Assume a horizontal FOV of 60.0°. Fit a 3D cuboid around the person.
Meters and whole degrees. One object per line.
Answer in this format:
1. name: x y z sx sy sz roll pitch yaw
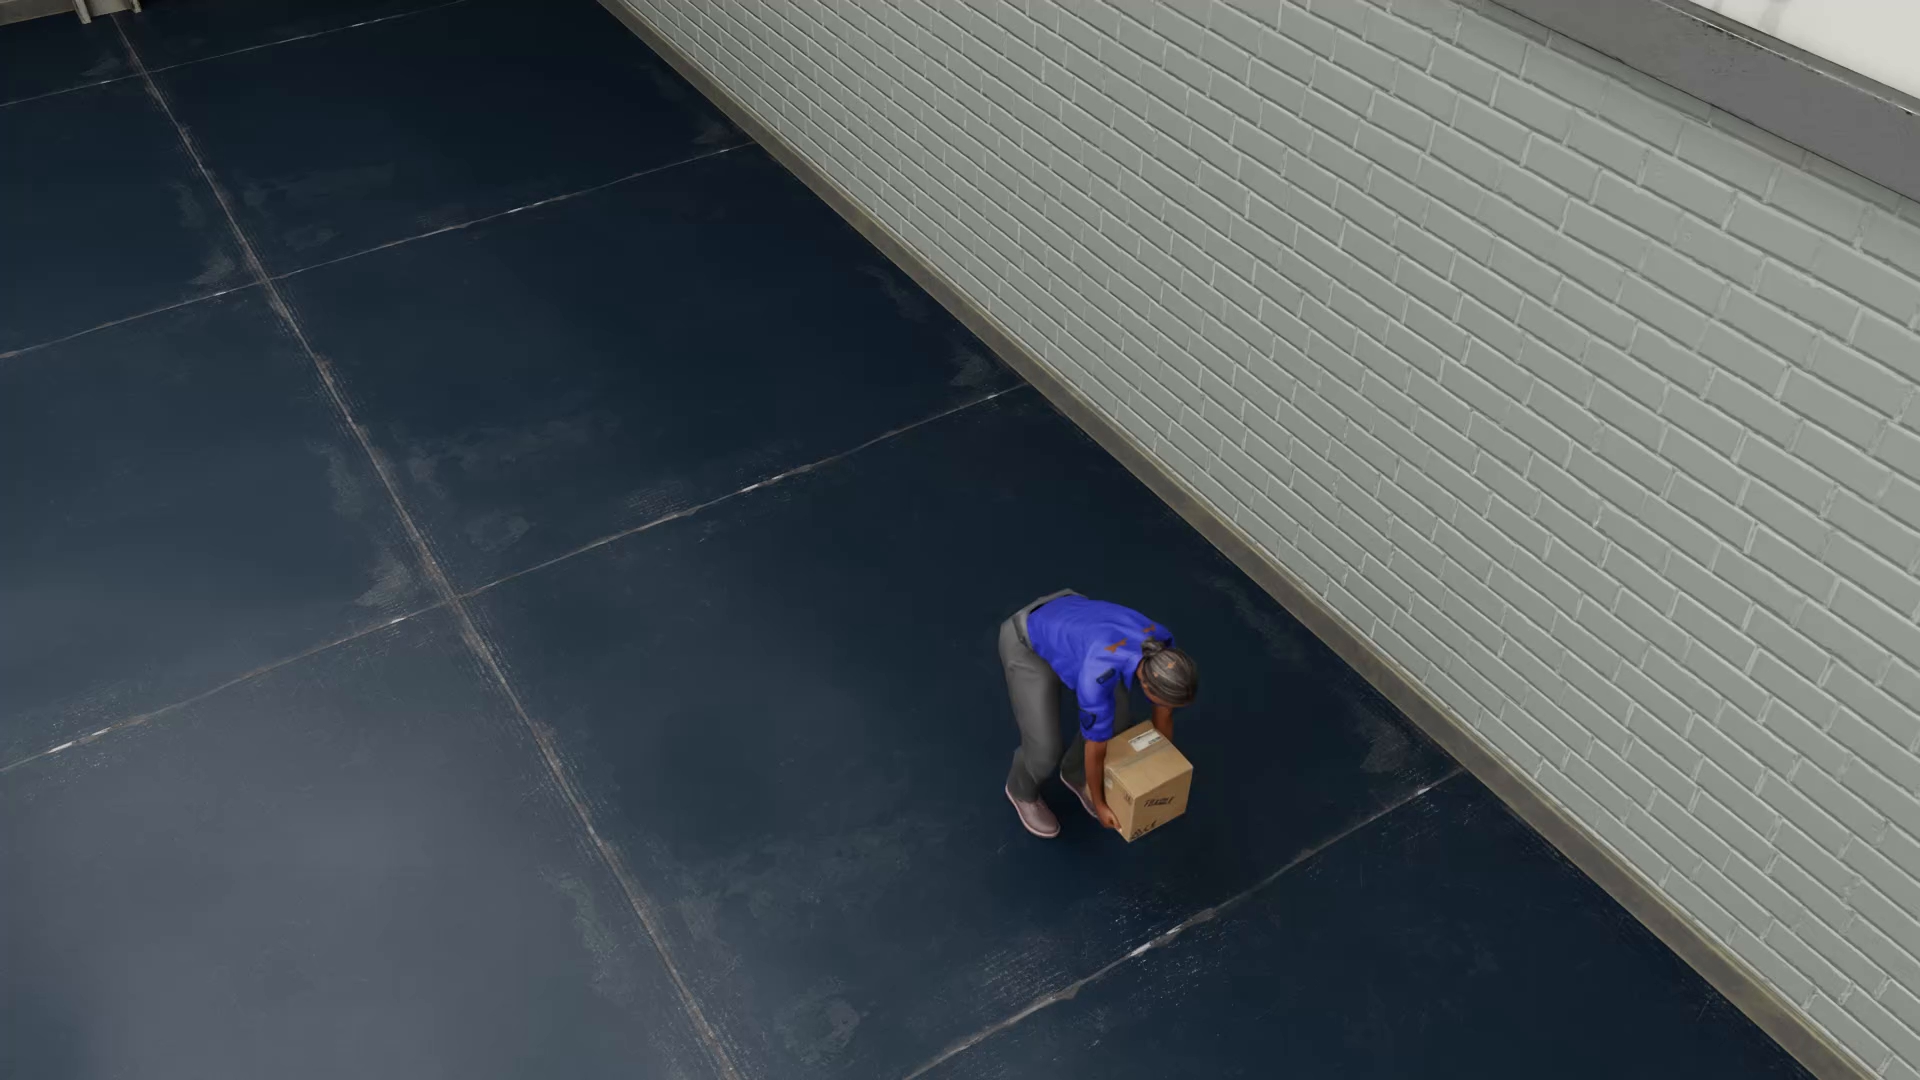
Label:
1. person: 0.471 0.641 5.802 0.430 1.168 0.837 -24 47 -25
